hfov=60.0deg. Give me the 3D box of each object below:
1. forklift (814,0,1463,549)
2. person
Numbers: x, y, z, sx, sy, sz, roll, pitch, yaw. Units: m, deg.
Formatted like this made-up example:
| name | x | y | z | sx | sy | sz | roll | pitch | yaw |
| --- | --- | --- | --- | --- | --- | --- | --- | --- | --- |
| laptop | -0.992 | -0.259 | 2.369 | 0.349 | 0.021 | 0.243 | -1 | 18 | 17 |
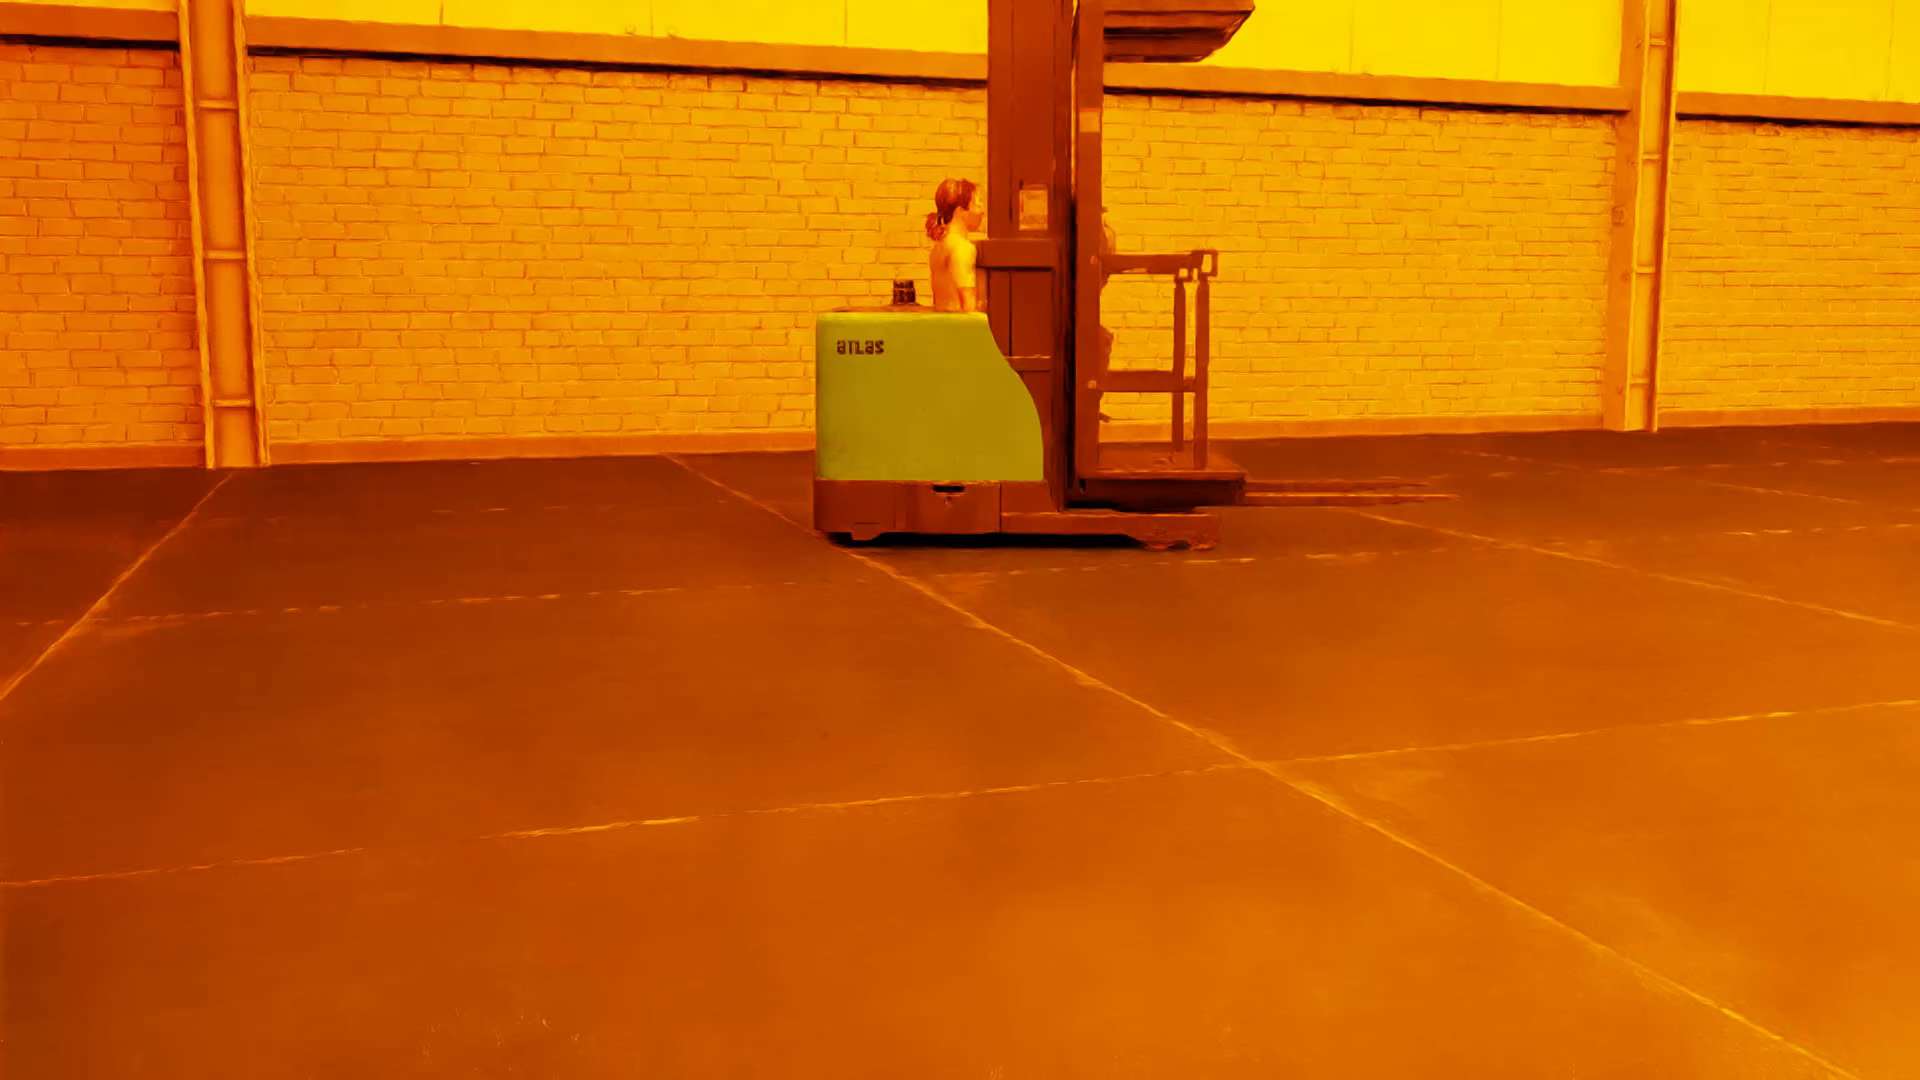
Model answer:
| name | x | y | z | sx | sy | sz | roll | pitch | yaw |
| --- | --- | --- | --- | --- | --- | --- | --- | --- | --- |
| forklift | 0.845 | -1.483 | 7.955 | 3.031 | 2.935 | 1.130 | 0 | 8 | 1 |
| person | 0.055 | -0.847 | 7.829 | 0.465 | 1.673 | 0.432 | -3 | 8 | -18 |
